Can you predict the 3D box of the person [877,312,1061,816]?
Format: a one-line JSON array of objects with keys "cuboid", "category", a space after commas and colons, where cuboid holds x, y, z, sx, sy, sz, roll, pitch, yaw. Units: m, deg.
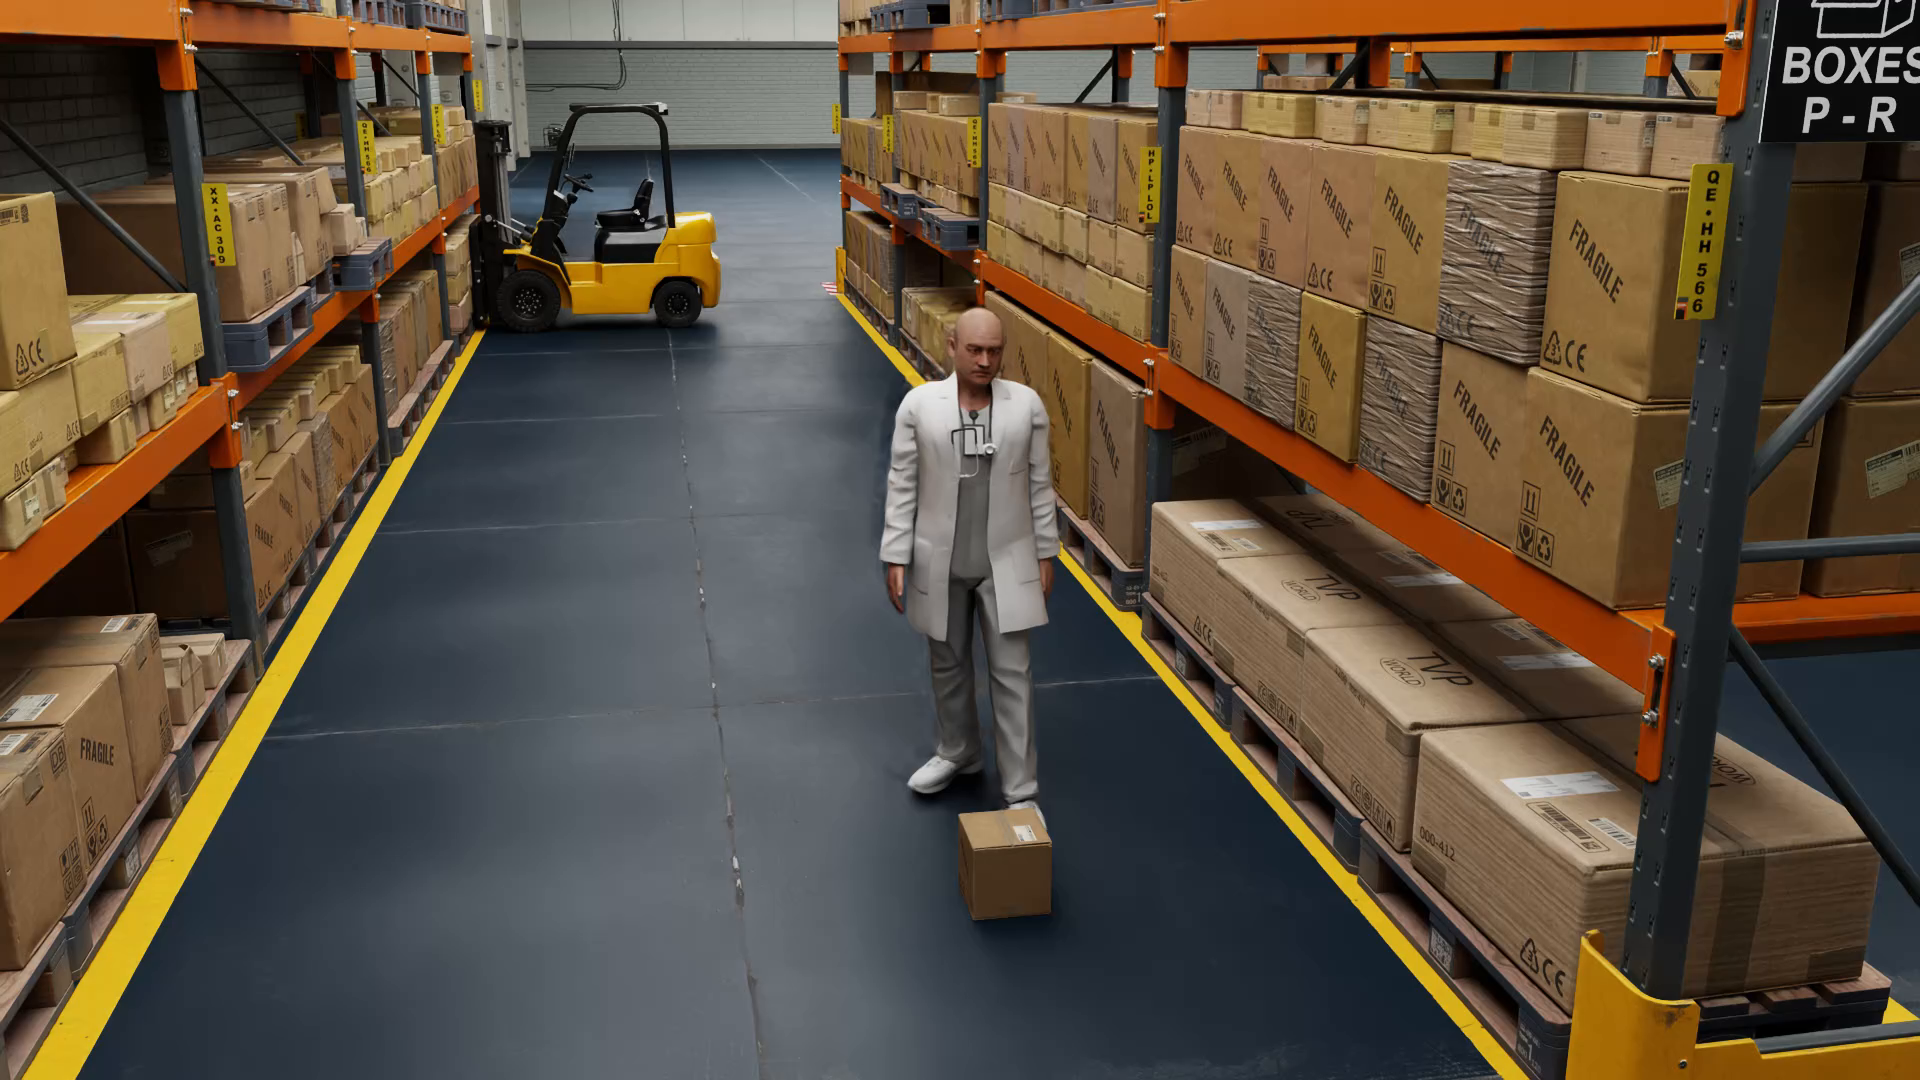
[{"cuboid": [0.034, 0.231, 5.598, 0.621, 1.575, 0.736, -1, 16, -4], "category": "person"}]
